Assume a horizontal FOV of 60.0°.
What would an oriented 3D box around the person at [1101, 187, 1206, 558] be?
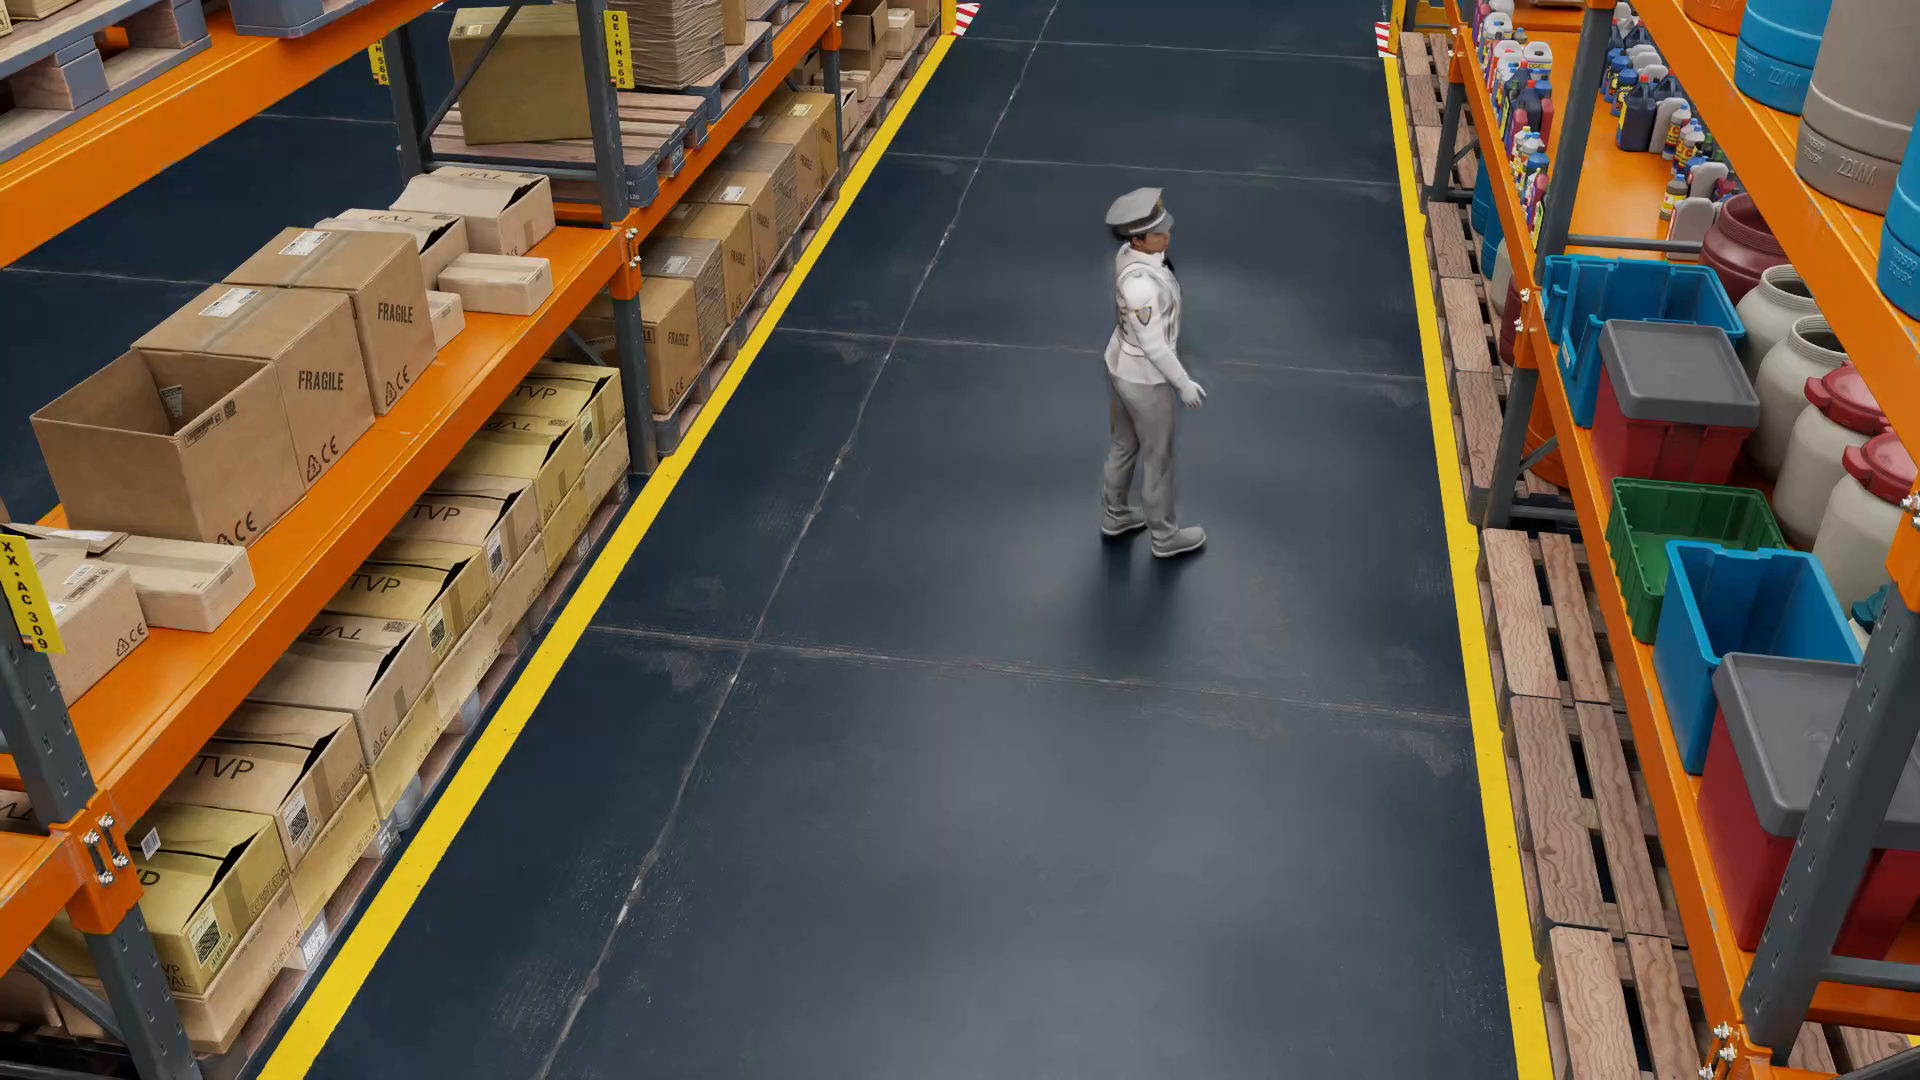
[{"bbox_3d":[0.849,-0.725,7.217,0.533,1.694,0.501,-3,33,-5],"label":"person"}]
